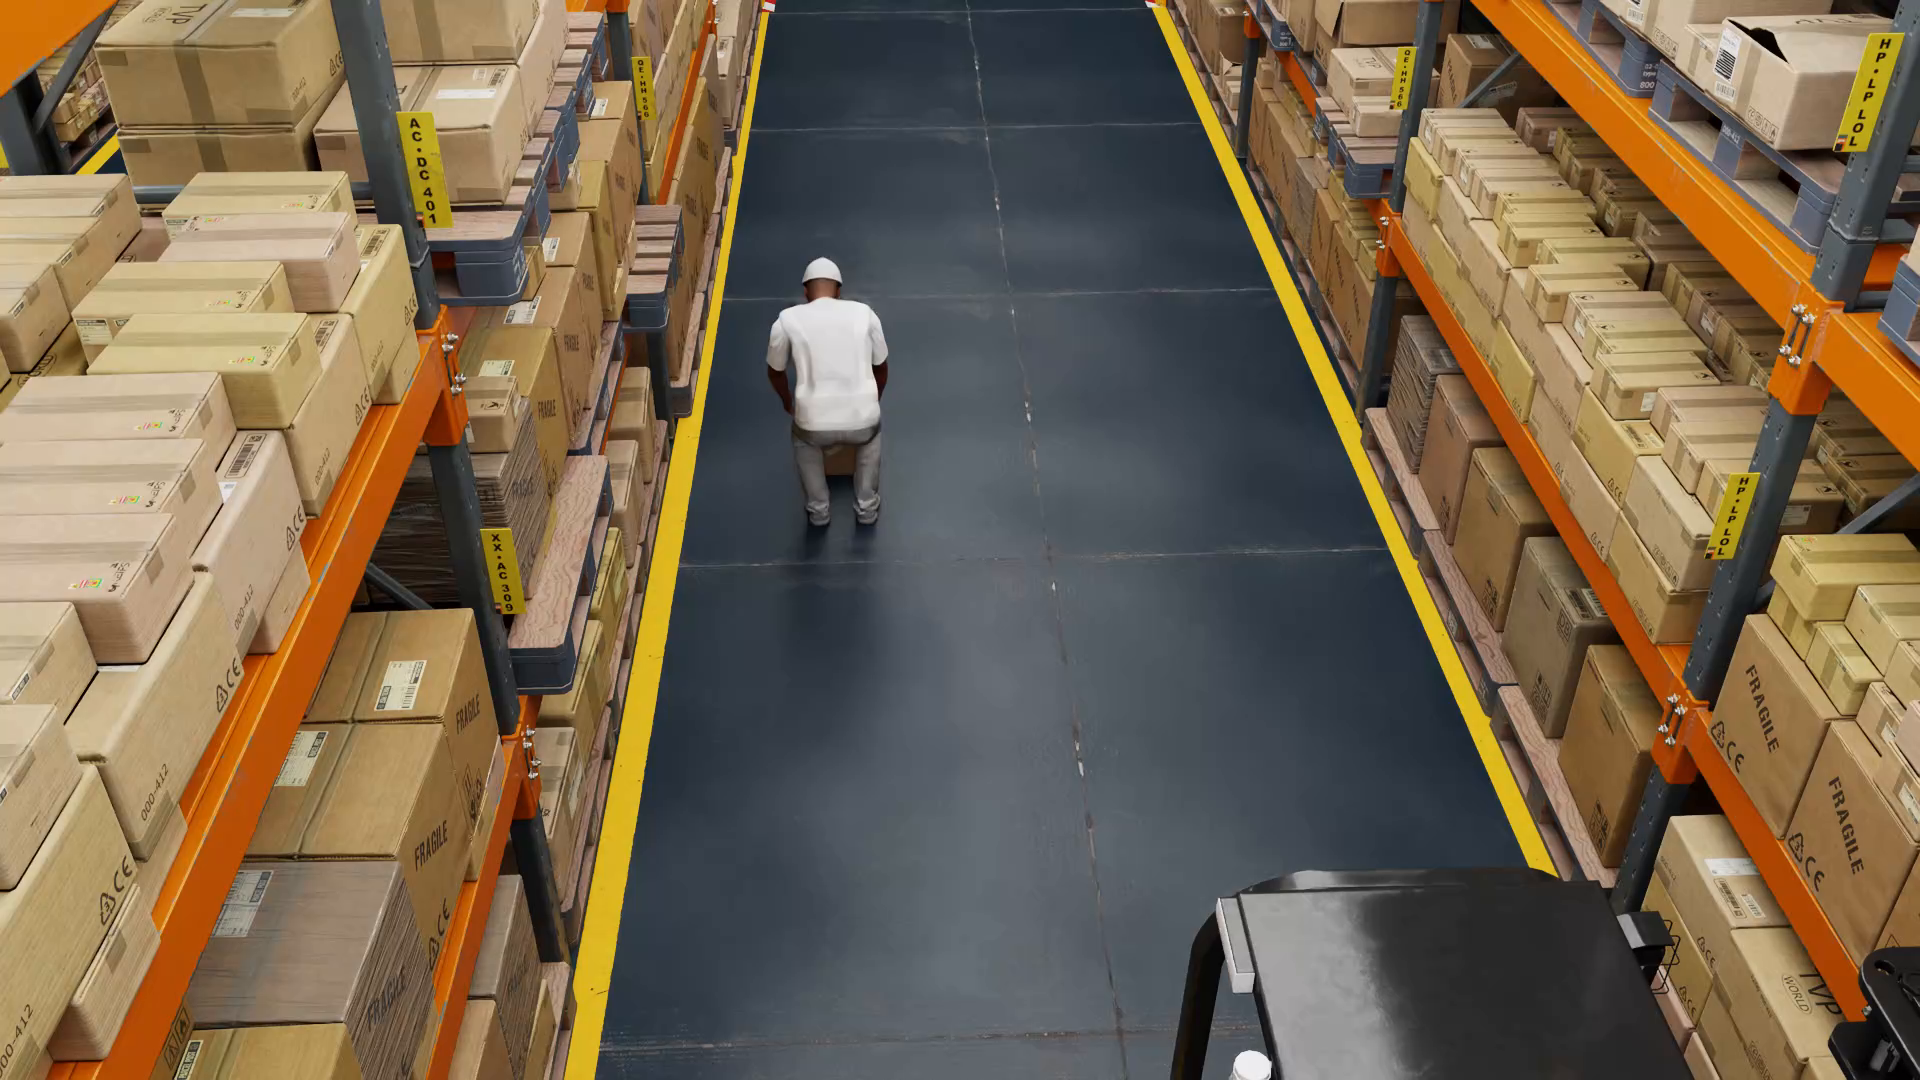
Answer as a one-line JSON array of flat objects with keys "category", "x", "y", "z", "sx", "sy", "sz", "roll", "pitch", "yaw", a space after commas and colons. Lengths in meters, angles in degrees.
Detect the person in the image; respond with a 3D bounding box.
[{"category": "person", "x": -0.678, "y": -0.731, "z": 8.614, "sx": 0.629, "sy": 1.313, "sz": 0.805, "roll": -2, "pitch": 35, "yaw": -3}]
